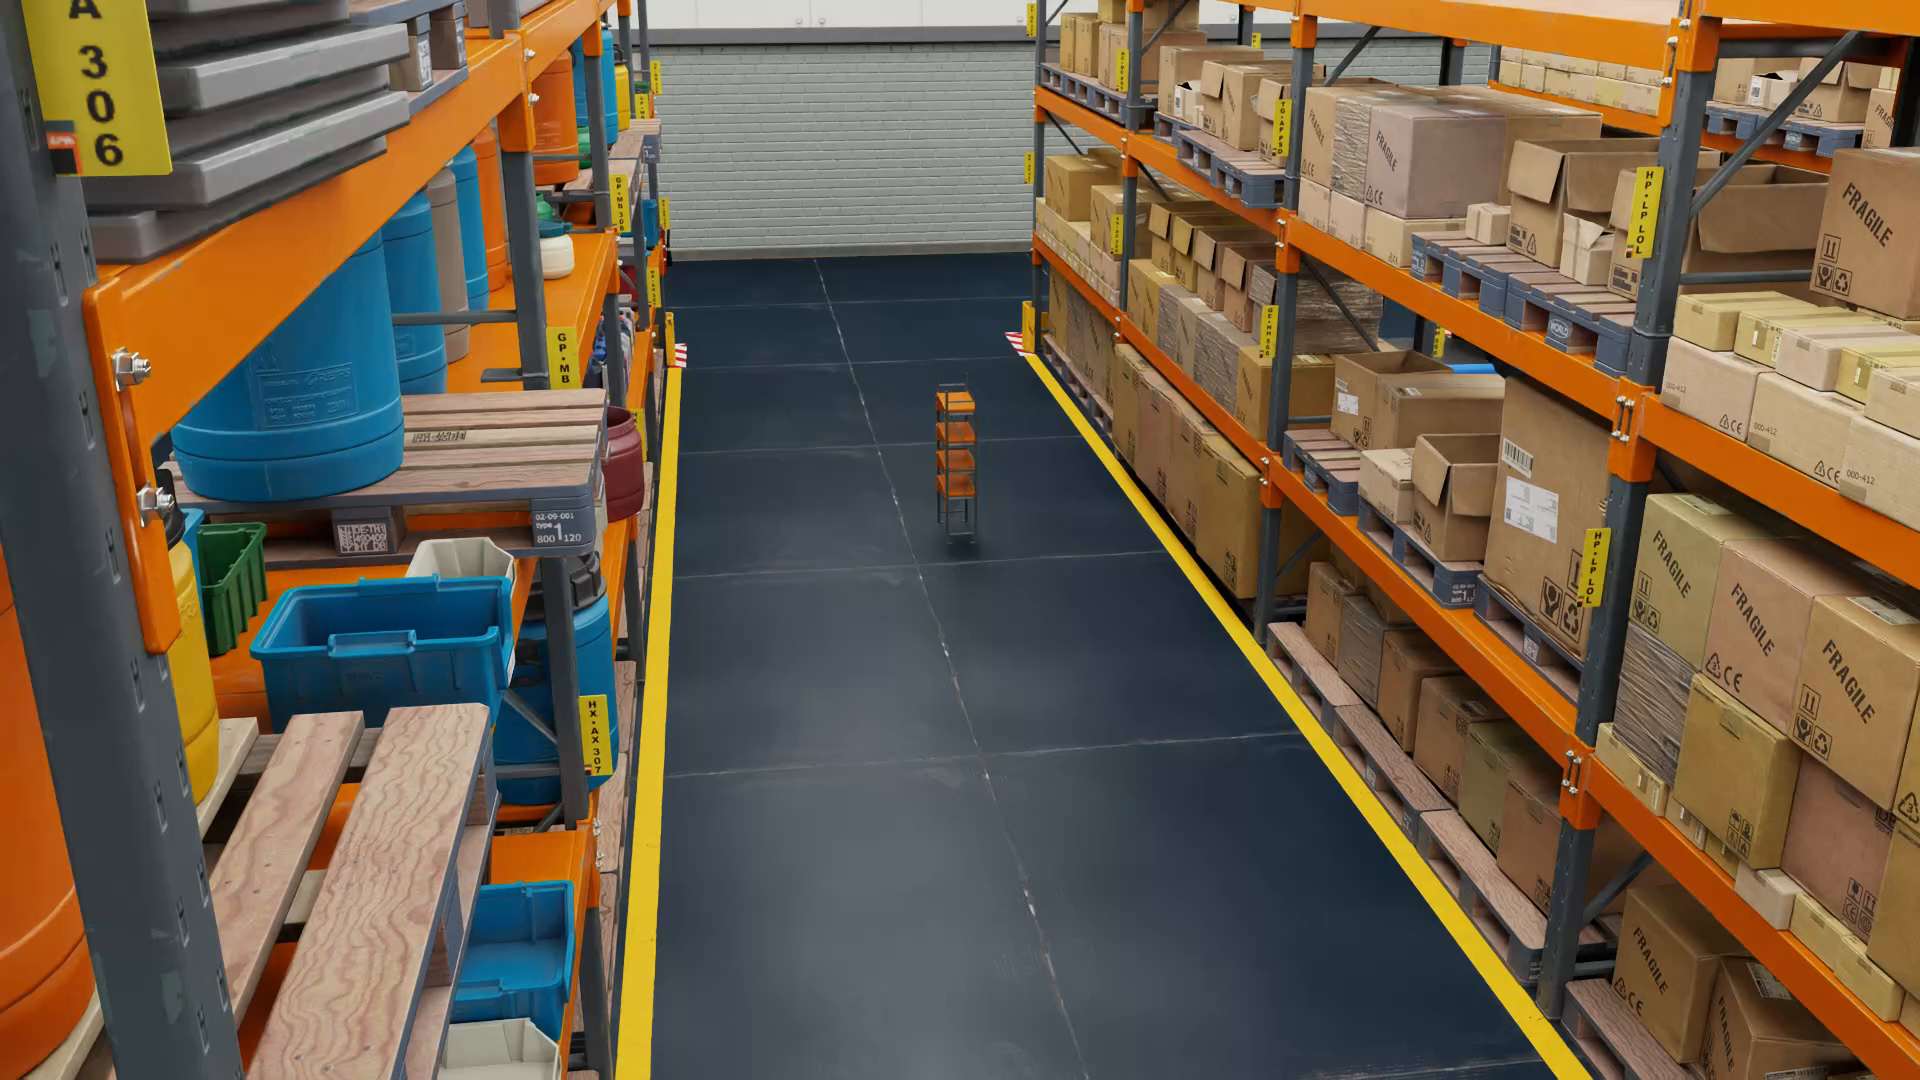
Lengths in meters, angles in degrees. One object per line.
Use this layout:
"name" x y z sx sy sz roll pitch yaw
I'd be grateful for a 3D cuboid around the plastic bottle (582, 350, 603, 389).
"plastic bottle" -2.553 -1.136 11.542 0.144 0.351 0.185 -3 21 -8

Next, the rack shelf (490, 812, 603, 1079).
"rack shelf" -1.596 1.902 4.364 1.077 0.370 4.000 -3 21 -8

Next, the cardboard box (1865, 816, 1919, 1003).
"cardboard box" 3.261 1.114 4.879 0.875 0.500 0.500 -3 21 -8

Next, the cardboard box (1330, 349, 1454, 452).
"cardboard box" 2.558 -0.820 9.883 0.500 0.500 0.500 -6 21 -14

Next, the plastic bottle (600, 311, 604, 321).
"plastic bottle" -2.723 -1.565 12.689 0.144 0.351 0.185 -3 21 -8

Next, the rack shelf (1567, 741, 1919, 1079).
"rack shelf" 3.306 1.653 5.033 1.077 0.370 4.000 -3 21 -8

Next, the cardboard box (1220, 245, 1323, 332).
"cardboard box" 2.260 -1.758 11.560 0.797 0.503 0.637 -2 21 -6

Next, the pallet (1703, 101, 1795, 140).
"pallet" 6.771 -3.460 13.674 1.213 0.211 1.003 -3 21 -8

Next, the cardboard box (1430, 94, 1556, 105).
"cardboard box" 2.842 -2.119 8.957 0.500 0.500 0.500 -3 21 -8

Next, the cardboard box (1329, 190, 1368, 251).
"cardboard box" 2.330 -1.743 9.024 0.500 0.250 0.500 -2 21 -6

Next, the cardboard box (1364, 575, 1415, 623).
"cardboard box" 2.654 0.265 9.591 0.500 0.250 0.500 -1 20 -2

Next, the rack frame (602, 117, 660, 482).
"rack frame" -3.037 -1.897 13.508 1.000 3.000 0.127 -3 21 -8

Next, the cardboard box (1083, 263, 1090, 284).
"cardboard box" 1.347 -2.474 15.413 0.380 0.149 0.250 -3 21 -7

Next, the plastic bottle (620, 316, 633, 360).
"plastic bottle" -2.554 -1.508 12.537 0.144 0.351 0.185 -3 21 -8

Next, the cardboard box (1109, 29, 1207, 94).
"cardboard box" 1.692 -4.110 14.261 0.700 0.500 0.500 -4 21 -11

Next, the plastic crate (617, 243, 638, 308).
"plastic crate" -2.918 -2.277 14.348 0.402 0.464 0.583 -3 21 -8

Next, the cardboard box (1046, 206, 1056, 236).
"cardboard box" 1.171 -3.241 16.897 0.500 0.250 0.500 -3 21 -8

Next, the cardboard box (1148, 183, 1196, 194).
"cardboard box" 1.985 -2.917 14.956 0.500 0.500 0.500 -3 21 -8

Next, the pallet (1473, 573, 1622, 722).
"pallet" 3.051 0.441 7.523 1.003 0.211 1.213 -3 21 -8

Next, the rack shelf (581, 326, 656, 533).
"rack shelf" -2.749 -0.868 11.780 1.077 0.370 4.000 -3 21 -8

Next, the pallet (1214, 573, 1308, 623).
"pallet" 2.402 0.268 11.698 1.003 0.211 1.213 -3 21 -8

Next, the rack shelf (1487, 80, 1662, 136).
"rack shelf" 6.499 -4.123 16.208 1.077 0.370 4.000 -3 21 -8

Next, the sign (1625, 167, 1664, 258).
"sign" 2.469 -1.180 5.998 0.100 0.325 0.005 -3 21 -8

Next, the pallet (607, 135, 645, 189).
"pallet" -2.661 -2.555 11.252 1.003 0.211 1.213 -3 21 -8

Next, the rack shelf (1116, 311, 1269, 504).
"rack shelf" 2.153 -1.117 12.449 1.077 0.370 4.000 -3 21 -8

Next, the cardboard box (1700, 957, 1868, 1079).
"cardboard box" 3.126 1.936 6.219 0.500 0.500 0.500 4 21 9

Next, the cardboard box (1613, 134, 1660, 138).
"cardboard box" 6.759 -3.718 16.386 0.500 0.500 0.500 -4 21 -10

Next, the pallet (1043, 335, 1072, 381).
"pallet" 1.480 -1.952 17.642 1.003 0.211 1.213 -3 21 -8

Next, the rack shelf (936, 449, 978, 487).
"rack shelf" -0.024 -0.556 12.683 0.258 0.148 0.480 -3 21 -8

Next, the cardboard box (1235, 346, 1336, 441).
"cardboard box" 2.124 -0.967 10.875 0.500 0.500 0.500 -2 21 -6

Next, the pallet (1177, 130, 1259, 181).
"pallet" 2.131 -2.686 11.603 1.003 0.211 1.213 -2 21 -5

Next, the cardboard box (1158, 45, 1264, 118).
"cardboard box" 1.958 -3.595 13.025 0.700 0.500 0.500 -2 21 -6

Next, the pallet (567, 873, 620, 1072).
"pallet" -2.035 1.909 7.303 1.003 0.211 1.213 -3 21 -8

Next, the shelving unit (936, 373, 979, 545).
"shelving unit" -0.024 -0.619 12.660 0.258 1.200 0.503 -3 21 -8

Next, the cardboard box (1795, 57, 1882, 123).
"cardboard box" 6.880 -3.471 12.687 0.797 0.503 0.637 -3 21 -8

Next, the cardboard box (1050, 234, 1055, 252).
"cardboard box" 1.127 -3.007 16.839 0.380 0.149 0.250 -3 21 -9

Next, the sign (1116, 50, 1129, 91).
"sign" 1.315 -3.803 13.471 0.100 0.325 0.005 -3 21 -8

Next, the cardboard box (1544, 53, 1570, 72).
"cardboard box" 6.154 -4.795 16.479 0.500 0.250 0.500 -3 21 -7

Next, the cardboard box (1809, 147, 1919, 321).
"cardboard box" 3.335 -1.060 5.696 0.500 0.500 0.500 -4 21 -9

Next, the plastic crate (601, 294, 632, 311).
"plastic crate" -2.963 -1.970 13.994 0.396 0.136 0.243 -3 21 -8

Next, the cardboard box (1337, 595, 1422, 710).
"cardboard box" 2.650 0.625 9.698 0.700 0.500 0.500 -5 21 -12

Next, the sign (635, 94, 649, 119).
"sign" -2.492 -3.333 13.054 0.100 0.325 0.005 -3 21 -8

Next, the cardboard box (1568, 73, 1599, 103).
"cardboard box" 6.244 -4.374 16.067 0.500 0.250 0.500 -3 21 -8

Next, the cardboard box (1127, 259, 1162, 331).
"cardboard box" 1.683 -2.022 13.699 0.500 0.500 0.500 -3 21 -8

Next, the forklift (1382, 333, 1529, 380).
"forklift" 4.968 -1.987 13.848 3.031 2.935 1.130 -2 21 -6

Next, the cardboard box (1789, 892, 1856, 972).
"cardboard box" 2.955 1.262 5.409 0.380 0.149 0.250 -3 21 -8

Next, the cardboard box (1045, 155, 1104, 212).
"cardboard box" 1.162 -3.599 16.783 0.500 0.500 0.500 -3 21 -9

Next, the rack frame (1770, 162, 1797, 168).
"rack frame" 6.787 -2.362 14.753 1.000 3.000 0.127 -3 21 -8

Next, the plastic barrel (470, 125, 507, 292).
"plastic barrel" -2.463 -1.597 7.803 0.600 0.830 0.708 -3 21 -8

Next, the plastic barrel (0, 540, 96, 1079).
"plastic barrel" -1.503 0.293 2.144 0.600 0.830 0.708 -3 21 -8

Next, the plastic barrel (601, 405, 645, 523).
"plastic barrel" -2.094 -0.430 9.387 0.600 0.536 0.708 -3 21 -8

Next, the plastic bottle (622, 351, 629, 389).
"plastic bottle" -2.404 -1.216 11.853 0.061 0.283 0.133 -3 21 -8

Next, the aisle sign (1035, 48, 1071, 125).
"aisle sign" 0.980 -4.759 17.456 0.394 0.787 0.004 -3 21 -8

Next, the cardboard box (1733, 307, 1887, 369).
"cardboard box" 2.865 -0.682 5.612 0.380 0.149 0.250 -4 21 -10

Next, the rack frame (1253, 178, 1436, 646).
"rack frame" 2.441 -0.762 10.469 1.000 3.000 0.127 -3 21 -8
